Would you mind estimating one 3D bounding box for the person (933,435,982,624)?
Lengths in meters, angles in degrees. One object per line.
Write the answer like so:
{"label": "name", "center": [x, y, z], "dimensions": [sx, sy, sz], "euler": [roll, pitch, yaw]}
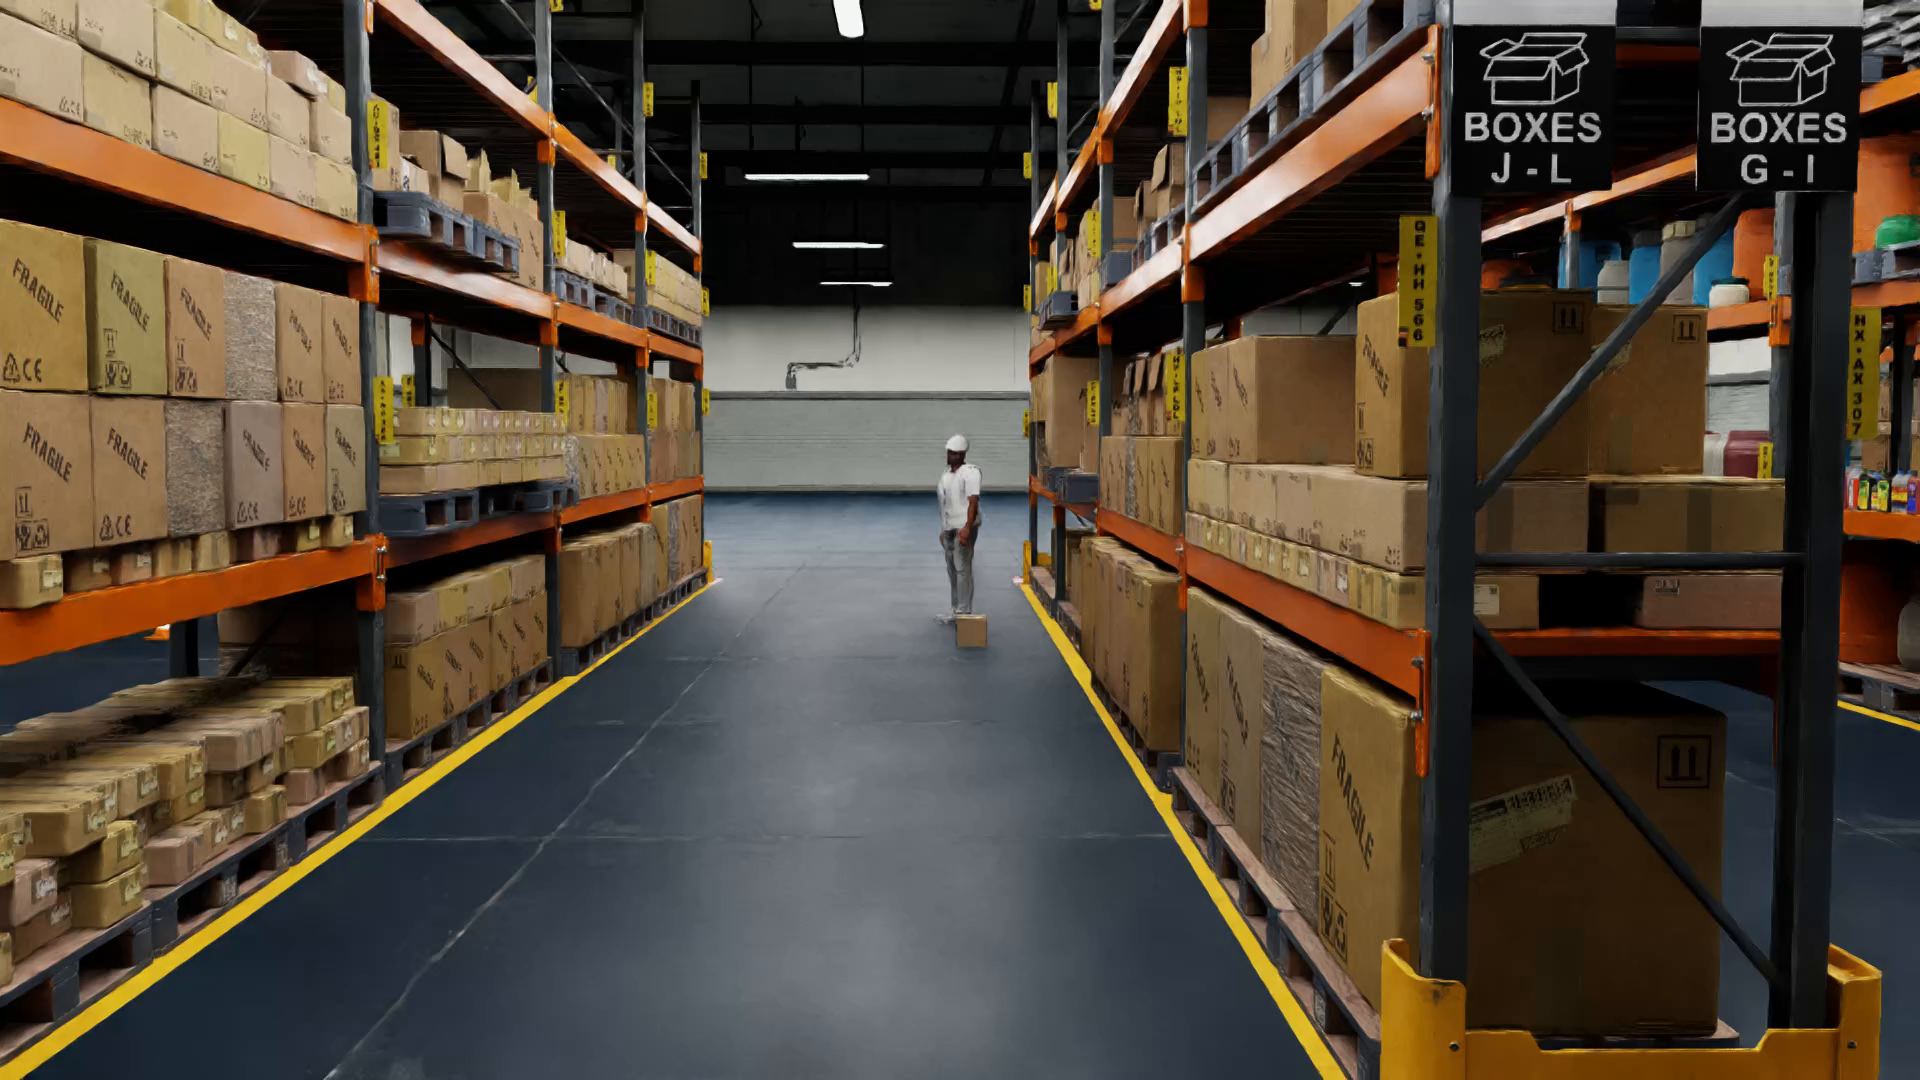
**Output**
{"label": "person", "center": [-0.061, -0.098, 15.590], "dimensions": [0.462, 1.771, 0.622], "euler": [-2, 4, -29]}
